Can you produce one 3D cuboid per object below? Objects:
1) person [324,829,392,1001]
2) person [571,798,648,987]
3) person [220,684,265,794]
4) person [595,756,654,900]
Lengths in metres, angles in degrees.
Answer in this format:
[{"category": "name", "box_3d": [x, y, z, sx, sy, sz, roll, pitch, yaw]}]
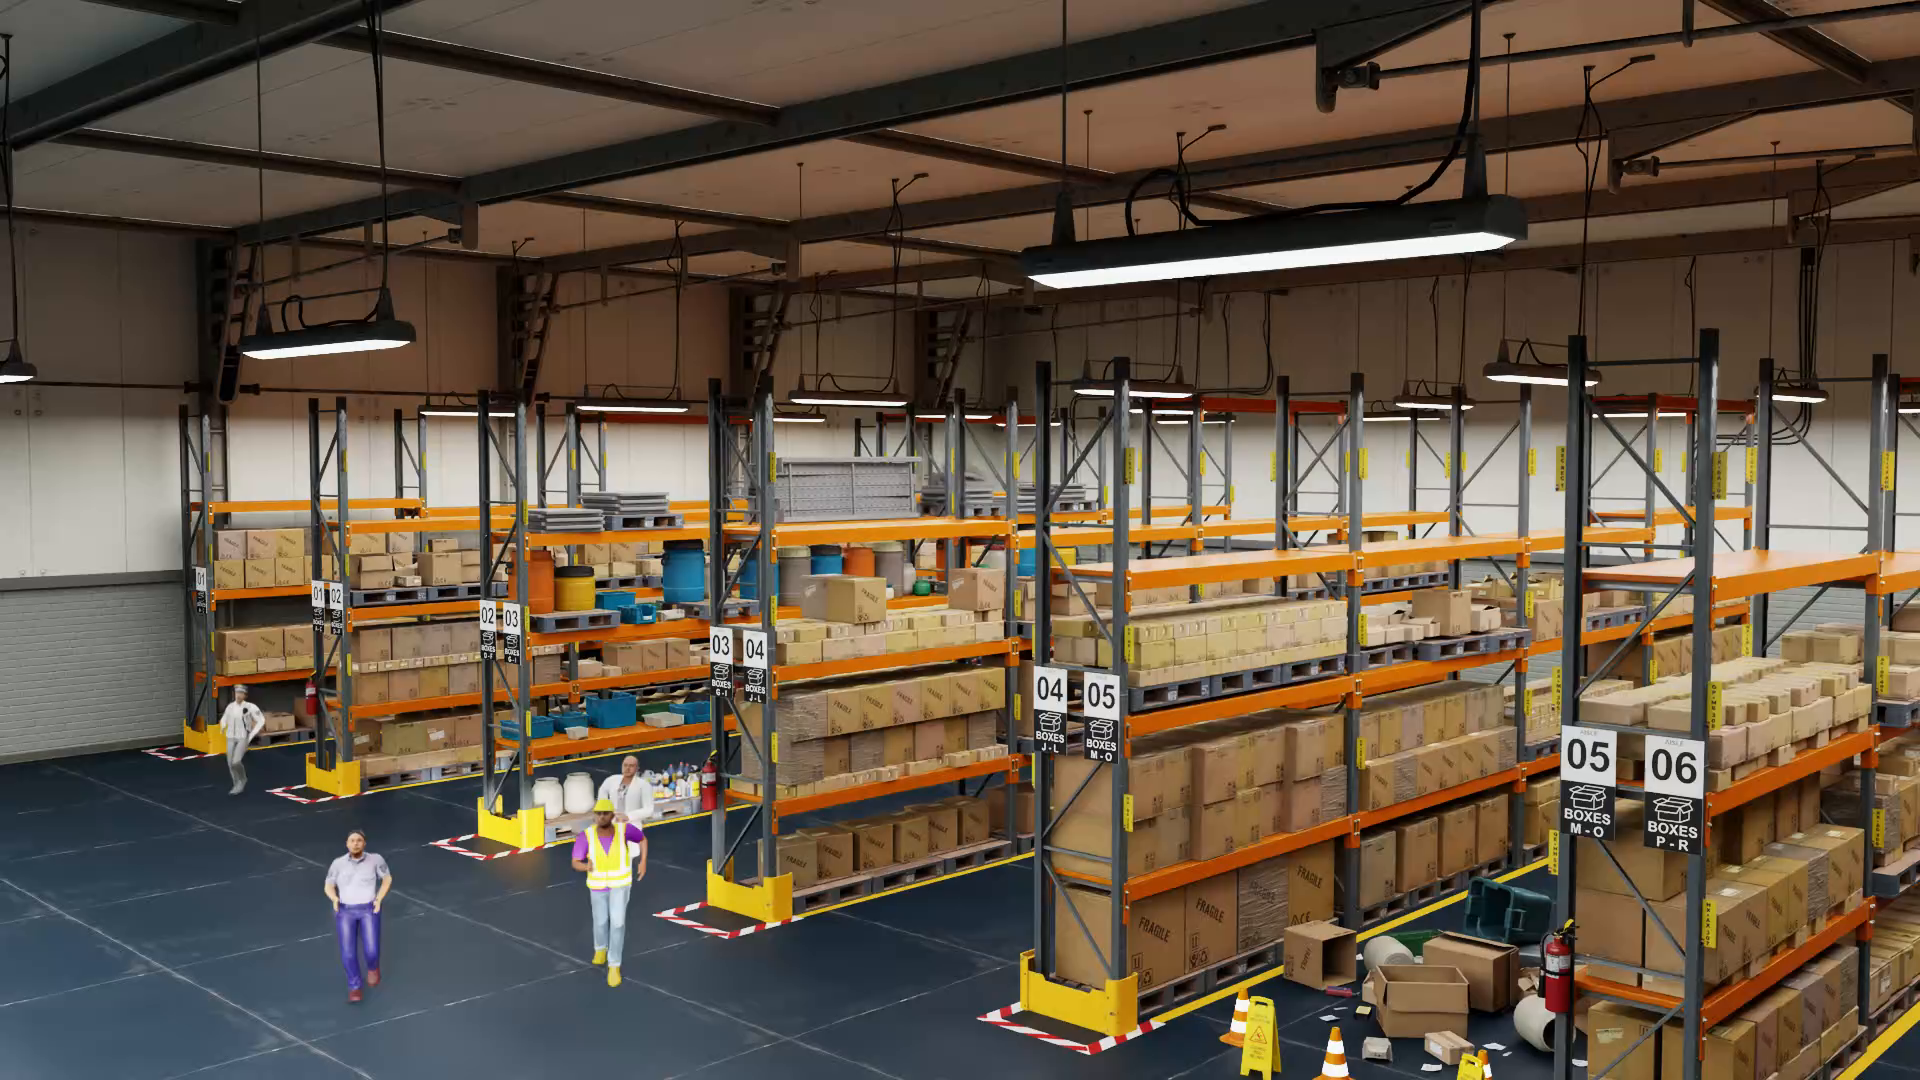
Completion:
[{"category": "person", "box_3d": [-5.687, 3.535, 15.705, 0.602, 1.598, 0.548, -1, 3, -16]}, {"category": "person", "box_3d": [-3.443, 3.424, 16.348, 0.709, 1.811, 0.896, 0, 3, -6]}, {"category": "person", "box_3d": [-10.872, 3.007, 25.049, 0.635, 1.677, 0.515, 0, 3, 7]}, {"category": "person", "box_3d": [-3.805, 3.299, 18.811, 0.721, 1.723, 0.641, 0, 3, 3]}]
